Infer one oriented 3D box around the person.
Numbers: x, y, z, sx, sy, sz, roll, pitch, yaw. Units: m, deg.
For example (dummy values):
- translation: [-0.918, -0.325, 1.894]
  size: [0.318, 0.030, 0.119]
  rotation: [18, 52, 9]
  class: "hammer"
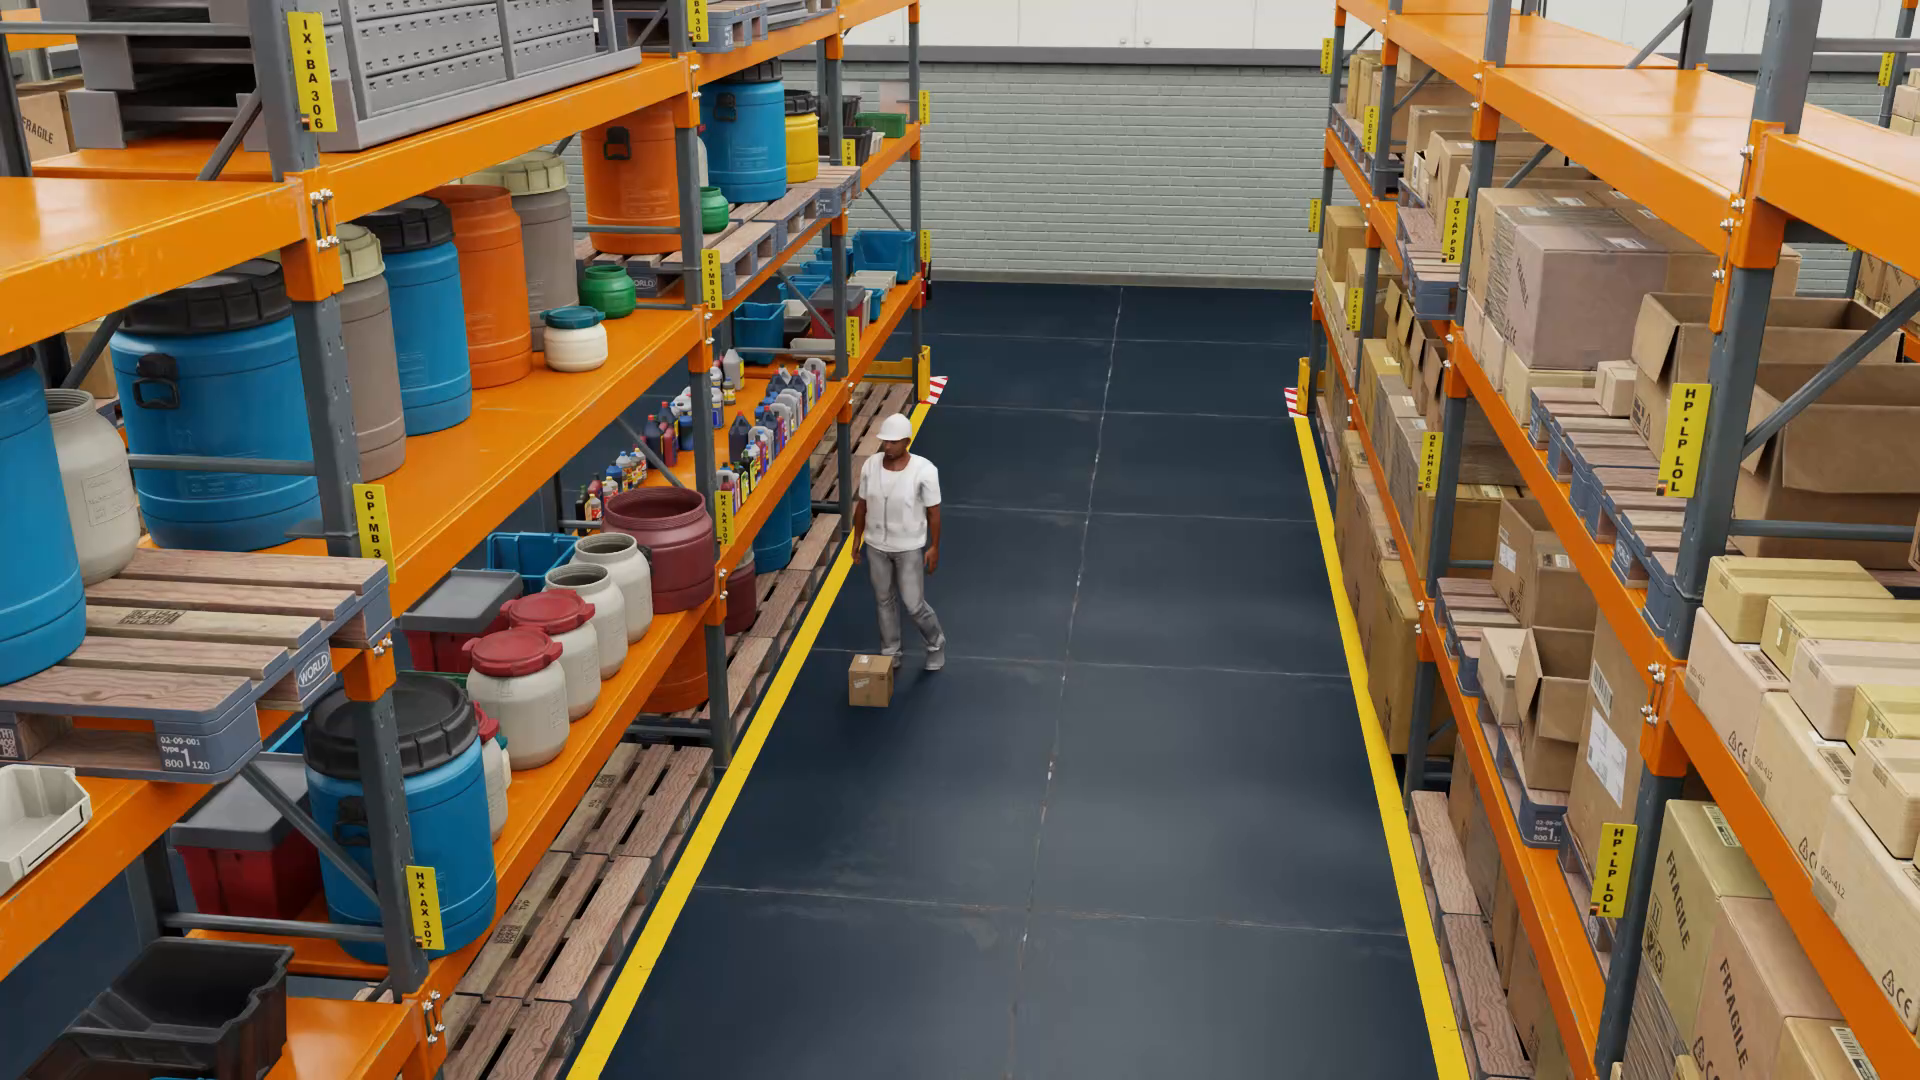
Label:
- translation: [-0.435, 0.043, 10.963]
  size: [0.600, 1.791, 0.525]
  rotation: [9, 23, 22]
  class: "person"
